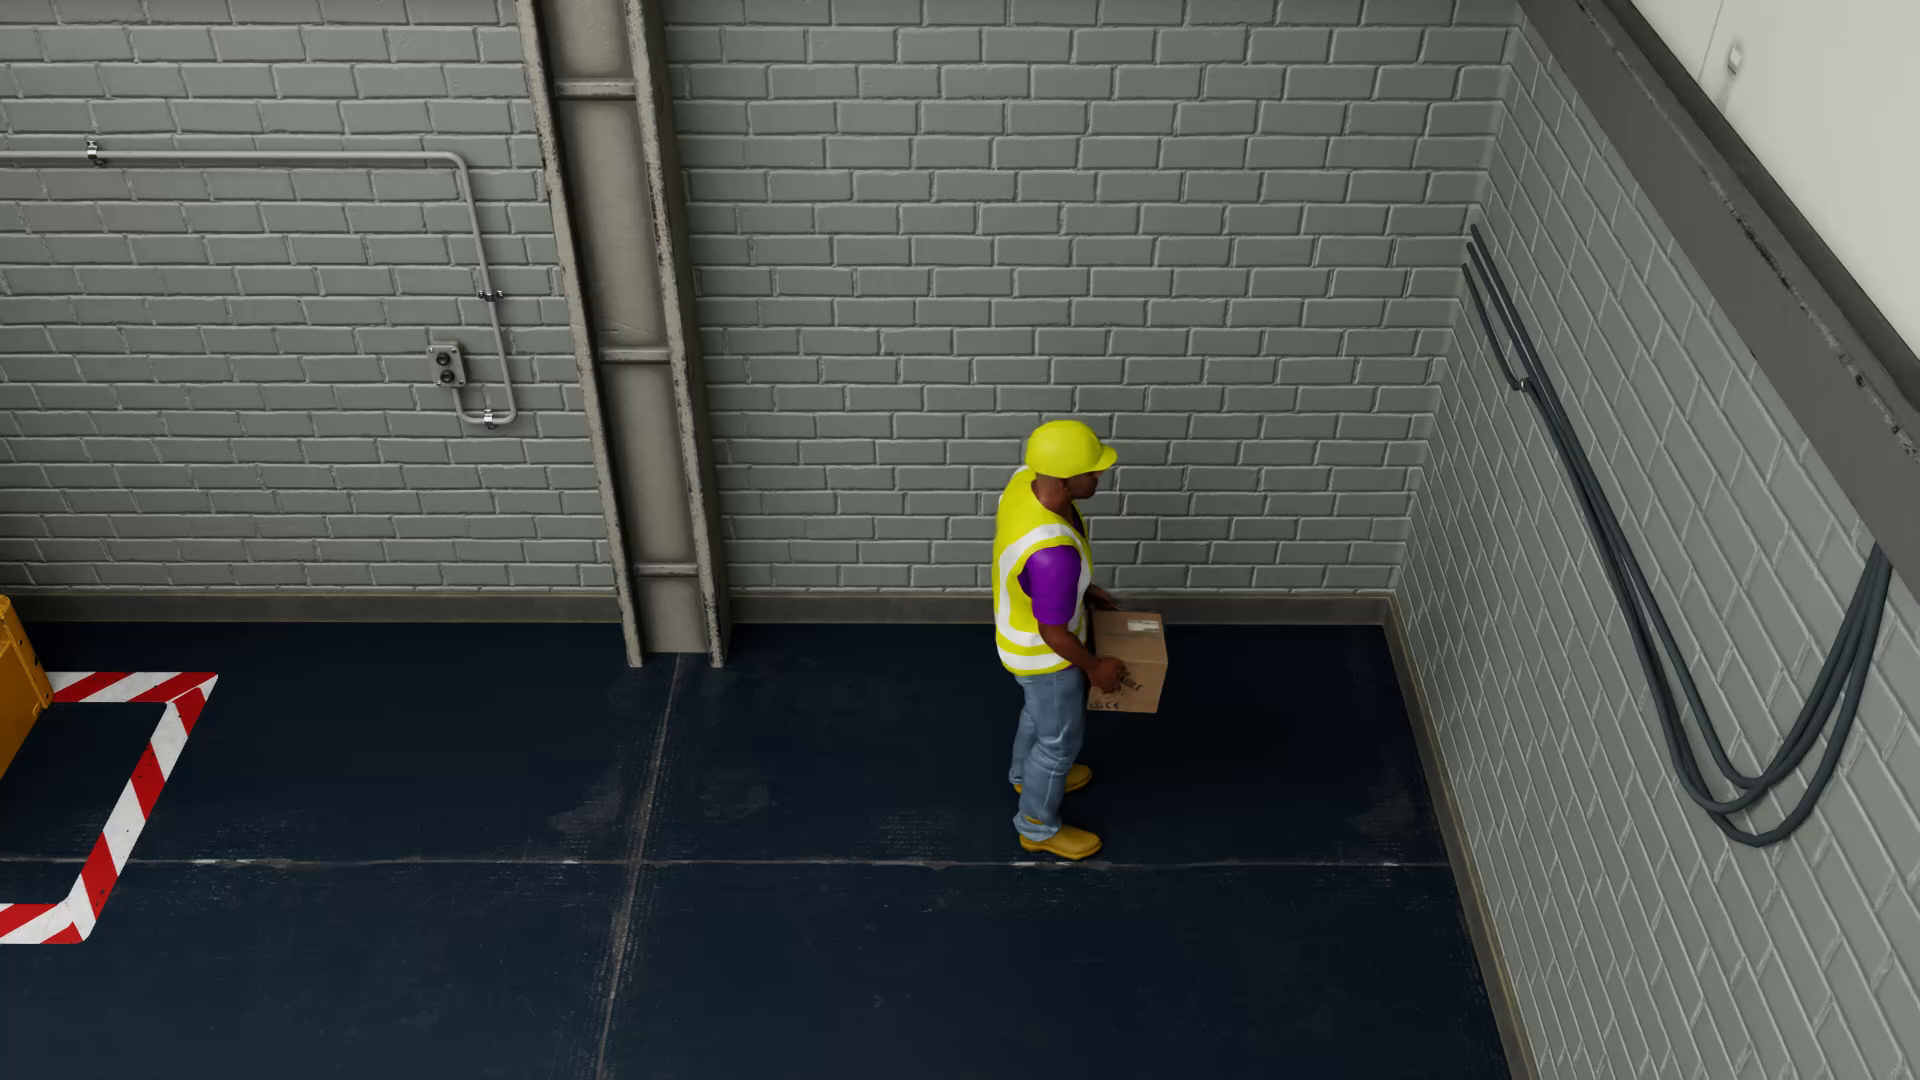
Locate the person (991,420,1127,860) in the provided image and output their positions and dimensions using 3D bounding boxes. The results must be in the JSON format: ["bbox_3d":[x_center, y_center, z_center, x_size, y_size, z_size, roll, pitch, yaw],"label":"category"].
[{"bbox_3d":[0.335,0.331,5.734,0.458,1.765,0.575,-1,39,-1],"label":"person"}]
